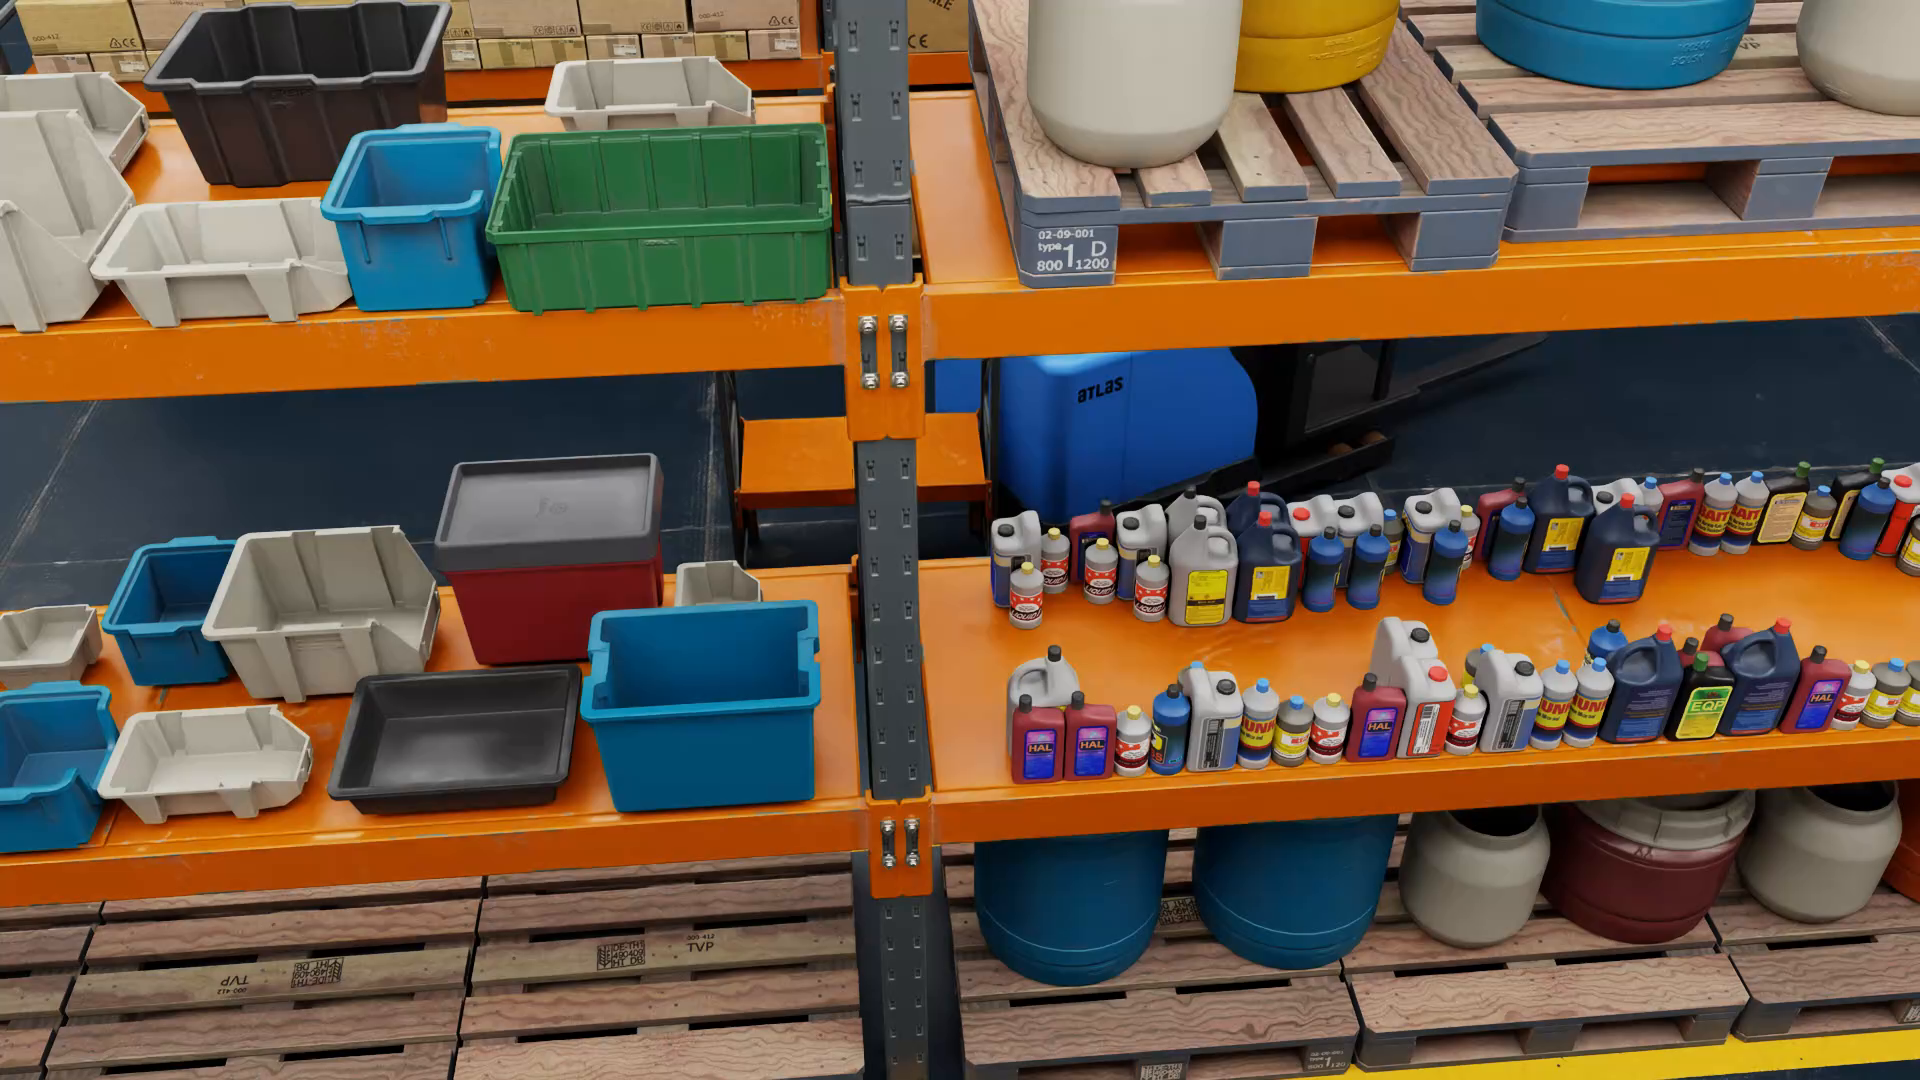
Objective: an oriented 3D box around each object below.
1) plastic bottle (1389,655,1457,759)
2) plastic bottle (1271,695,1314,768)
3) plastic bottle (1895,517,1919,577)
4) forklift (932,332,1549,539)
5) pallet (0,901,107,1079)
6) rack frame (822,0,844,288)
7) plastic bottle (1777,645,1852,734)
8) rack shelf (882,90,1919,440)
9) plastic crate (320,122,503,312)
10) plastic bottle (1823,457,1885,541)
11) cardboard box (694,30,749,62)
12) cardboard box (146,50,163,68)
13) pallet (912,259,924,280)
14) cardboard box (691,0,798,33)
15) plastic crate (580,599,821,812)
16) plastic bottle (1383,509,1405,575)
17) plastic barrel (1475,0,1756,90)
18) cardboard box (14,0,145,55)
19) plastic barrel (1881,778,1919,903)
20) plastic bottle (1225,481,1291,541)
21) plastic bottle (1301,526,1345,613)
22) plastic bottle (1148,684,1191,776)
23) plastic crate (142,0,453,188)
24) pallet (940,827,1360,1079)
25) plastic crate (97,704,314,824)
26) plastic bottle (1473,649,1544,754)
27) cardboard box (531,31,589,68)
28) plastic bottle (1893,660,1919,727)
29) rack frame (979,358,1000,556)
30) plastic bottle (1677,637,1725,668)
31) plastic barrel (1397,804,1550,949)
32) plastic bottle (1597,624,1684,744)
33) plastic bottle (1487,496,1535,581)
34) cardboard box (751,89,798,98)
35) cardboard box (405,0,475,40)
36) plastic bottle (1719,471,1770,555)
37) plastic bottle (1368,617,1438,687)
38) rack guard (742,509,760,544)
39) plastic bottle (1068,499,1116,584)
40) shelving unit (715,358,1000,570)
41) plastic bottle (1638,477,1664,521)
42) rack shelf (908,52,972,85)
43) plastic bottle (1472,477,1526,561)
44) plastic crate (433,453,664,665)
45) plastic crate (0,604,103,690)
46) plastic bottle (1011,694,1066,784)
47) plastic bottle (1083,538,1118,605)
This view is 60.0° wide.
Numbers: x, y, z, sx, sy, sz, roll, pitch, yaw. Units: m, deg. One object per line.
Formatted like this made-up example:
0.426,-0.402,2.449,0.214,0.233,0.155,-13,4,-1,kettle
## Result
1.215,0.427,4.387,0.135,0.276,0.152,-3,38,-4,plastic bottle
0.873,0.492,4.365,0.097,0.201,0.097,0,38,0,plastic bottle
2.892,0.004,4.984,0.097,0.201,0.097,0,38,0,plastic bottle
1.411,-1.688,7.023,3.031,2.935,1.130,-20,42,-23,forklift
-3.361,1.512,5.163,1.213,0.211,1.003,-3,38,-4,pallet
-0.640,-2.836,8.423,0.127,3.000,1.000,-3,38,-4,rack frame
2.279,0.394,4.423,0.133,0.283,0.061,-3,38,-4,plastic bottle
1.791,-0.785,3.983,4.000,0.370,1.077,-3,38,-4,rack shelf
-1.080,-0.646,3.360,0.300,0.233,0.416,-3,38,-4,plastic crate
2.725,-0.125,5.081,0.133,0.283,0.061,-3,38,-4,plastic bottle
-1.172,-2.505,8.206,0.250,0.149,0.380,-2,38,-3,cardboard box
-3.731,-2.364,8.027,0.250,0.149,0.380,-4,38,-5,cardboard box
0.122,-1.831,9.400,1.213,0.211,1.003,-3,38,-4,pallet
-1.057,-2.708,8.142,0.500,0.250,0.500,-4,38,-5,cardboard box
-0.636,0.438,4.237,0.575,0.384,0.392,-3,38,-4,plastic crate
1.276,-0.002,4.991,0.097,0.201,0.097,0,38,0,plastic bottle
1.485,-1.508,3.574,0.708,0.901,0.600,-3,38,-4,plastic barrel
-4.123,-2.535,7.922,0.500,0.250,0.500,-4,38,-5,cardboard box
3.297,0.724,5.323,0.708,0.830,0.600,-3,38,-4,plastic barrel
0.869,-0.024,4.898,0.185,0.351,0.144,-3,38,-4,plastic bottle
1.058,0.077,4.835,0.097,0.271,0.097,0,38,0,plastic bottle
0.545,0.483,4.320,0.097,0.271,0.097,0,38,0,plastic bottle
-1.463,-1.008,3.790,0.590,0.269,0.497,-3,38,-4,plastic crate
0.571,1.298,5.435,1.213,0.211,1.003,-3,38,-4,pallet
-1.909,0.580,4.257,0.466,0.136,0.293,-3,38,-4,plastic crate
1.447,0.414,4.403,0.135,0.276,0.152,-3,38,-4,plastic bottle
-1.940,-2.462,8.152,0.250,0.149,0.380,-2,38,-3,cardboard box
2.586,0.398,4.485,0.097,0.201,0.097,0,38,0,plastic bottle
0.116,-0.455,6.616,0.032,1.500,0.500,-2,38,-3,rack frame
1.957,0.374,4.449,0.133,0.283,0.061,-3,38,-4,plastic bottle
1.617,0.997,5.234,0.421,0.512,0.421,0,38,0,plastic barrel
1.800,0.368,4.402,0.185,0.351,0.144,-3,38,-4,plastic bottle
1.645,-0.012,4.947,0.097,0.271,0.097,0,38,0,plastic bottle
-1.305,-2.180,8.968,0.875,0.875,0.875,-3,38,-4,cardboard box
-2.585,-2.624,8.036,0.500,0.250,0.500,-4,38,-5,cardboard box
2.382,-0.090,5.047,0.097,0.271,0.097,0,38,0,plastic bottle
1.202,0.333,4.506,0.135,0.276,0.152,-3,38,-4,plastic bottle
-0.897,0.077,6.950,0.087,0.250,0.587,-2,38,-3,rack guard
0.389,0.003,4.918,0.133,0.283,0.061,-3,38,-4,plastic bottle
-0.400,-0.434,6.589,1.083,1.500,0.587,-2,38,-3,shelving unit
2.055,-0.072,5.024,0.097,0.271,0.097,0,38,0,plastic bottle
1.352,-2.664,8.785,4.000,0.370,1.077,-3,38,-4,rack shelf
1.620,-0.064,5.004,0.133,0.283,0.061,-3,38,-4,plastic bottle
-1.113,0.065,4.646,0.583,0.464,0.402,-3,38,-4,plastic crate
-2.531,0.297,4.616,0.250,0.136,0.298,-3,38,-4,plastic crate
0.201,0.508,4.278,0.133,0.283,0.061,-3,38,-4,plastic bottle
0.414,0.083,4.883,0.097,0.201,0.097,0,38,0,plastic bottle
